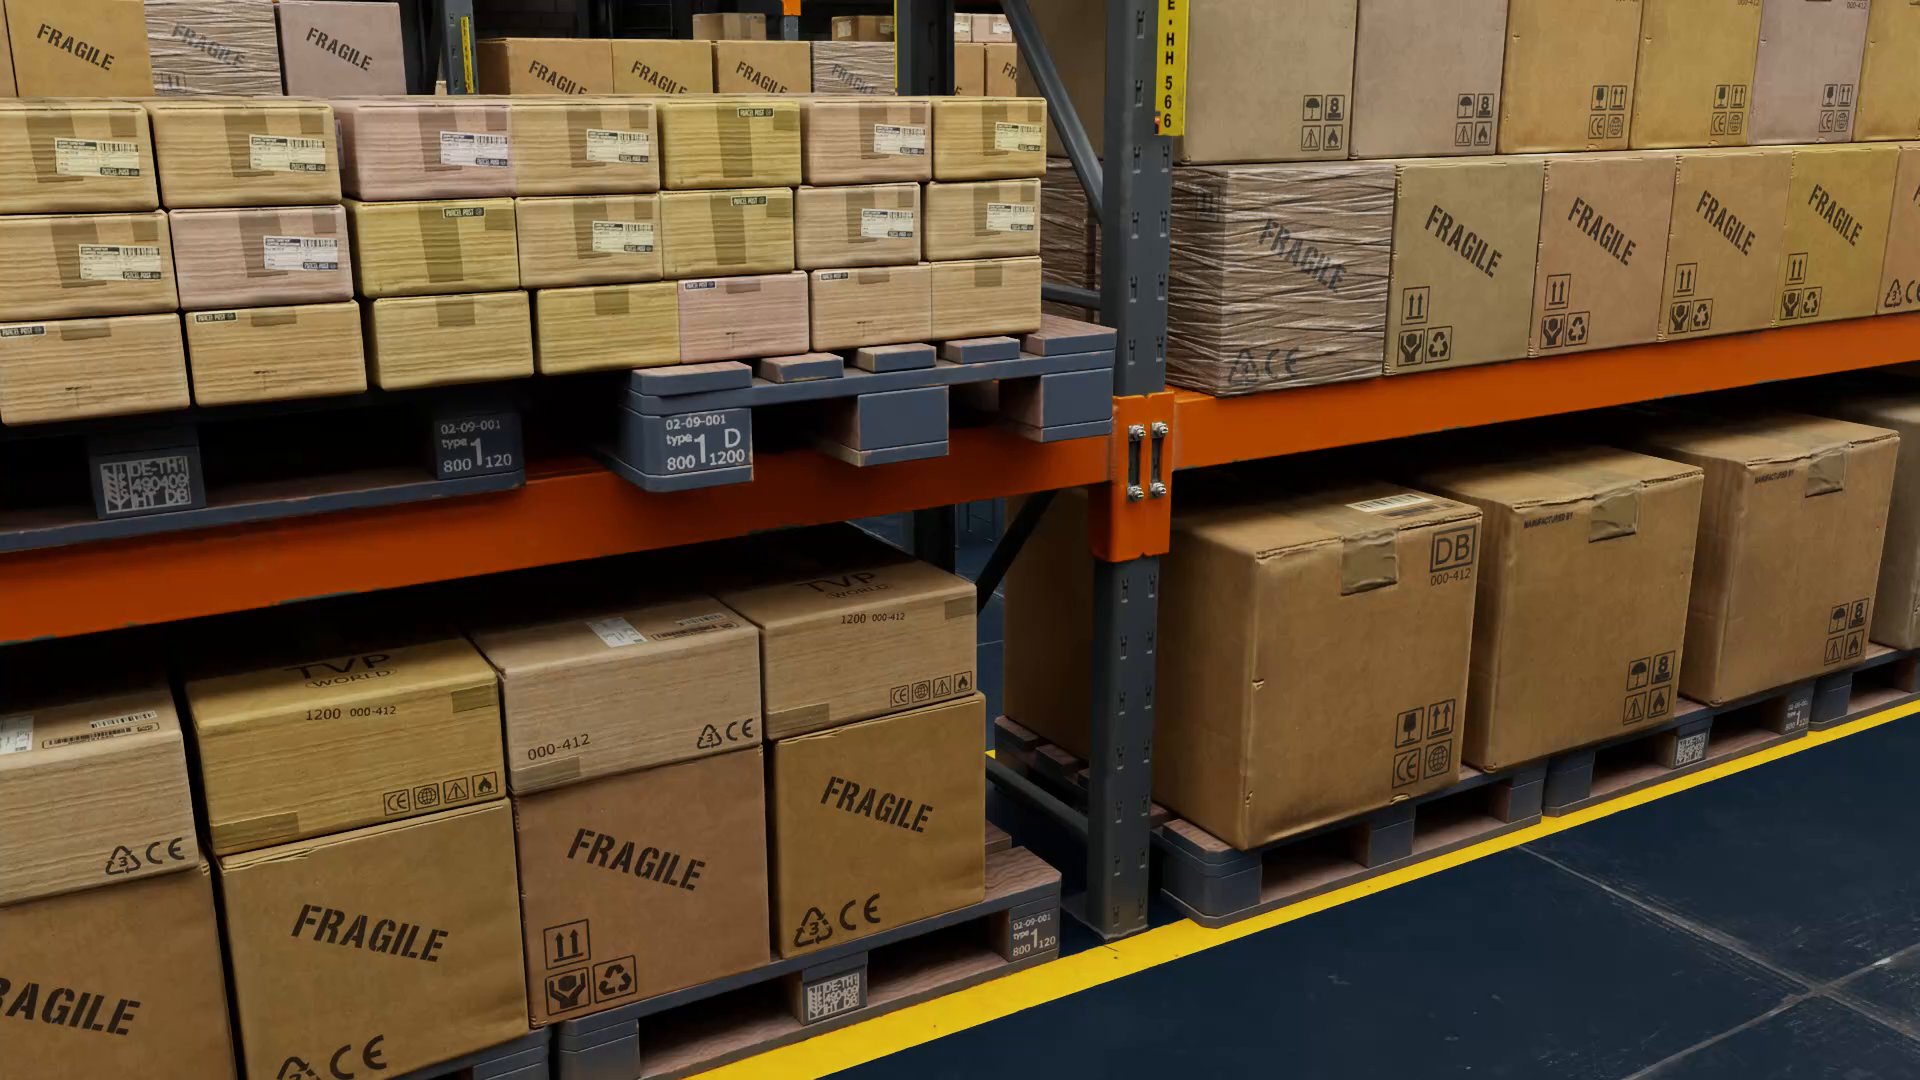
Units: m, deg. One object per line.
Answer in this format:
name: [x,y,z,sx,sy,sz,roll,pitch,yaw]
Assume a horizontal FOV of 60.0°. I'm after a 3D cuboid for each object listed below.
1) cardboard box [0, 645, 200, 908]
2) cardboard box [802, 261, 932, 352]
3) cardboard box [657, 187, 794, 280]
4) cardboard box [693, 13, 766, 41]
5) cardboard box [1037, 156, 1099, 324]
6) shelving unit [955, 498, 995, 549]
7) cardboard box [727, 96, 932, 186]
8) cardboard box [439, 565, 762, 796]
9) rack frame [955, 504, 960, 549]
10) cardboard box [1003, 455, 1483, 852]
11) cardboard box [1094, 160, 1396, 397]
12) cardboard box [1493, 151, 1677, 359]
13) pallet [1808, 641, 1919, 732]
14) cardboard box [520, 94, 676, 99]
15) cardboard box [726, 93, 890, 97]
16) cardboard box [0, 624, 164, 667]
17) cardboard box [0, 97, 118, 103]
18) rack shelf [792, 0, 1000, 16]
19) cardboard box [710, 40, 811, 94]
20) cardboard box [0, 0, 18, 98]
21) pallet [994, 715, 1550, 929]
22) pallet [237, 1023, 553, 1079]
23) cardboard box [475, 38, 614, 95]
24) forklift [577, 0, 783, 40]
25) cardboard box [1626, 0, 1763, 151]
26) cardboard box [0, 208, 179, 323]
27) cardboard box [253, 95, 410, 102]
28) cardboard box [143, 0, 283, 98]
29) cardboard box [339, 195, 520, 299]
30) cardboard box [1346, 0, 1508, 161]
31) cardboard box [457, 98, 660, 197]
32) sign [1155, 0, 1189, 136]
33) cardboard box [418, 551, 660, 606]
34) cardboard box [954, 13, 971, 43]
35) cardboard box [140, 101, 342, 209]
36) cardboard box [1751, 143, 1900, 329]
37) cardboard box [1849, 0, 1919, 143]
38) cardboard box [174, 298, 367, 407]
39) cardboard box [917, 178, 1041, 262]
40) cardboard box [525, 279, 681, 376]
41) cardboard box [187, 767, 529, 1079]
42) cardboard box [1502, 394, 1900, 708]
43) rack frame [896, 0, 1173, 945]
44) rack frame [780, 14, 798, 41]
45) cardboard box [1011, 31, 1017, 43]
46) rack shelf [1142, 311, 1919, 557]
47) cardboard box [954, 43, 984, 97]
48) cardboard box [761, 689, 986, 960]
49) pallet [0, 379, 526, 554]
cardboard box: [-1.619,0.407,2.864,0.500,0.250,0.500,-8,18,-28]
cardboard box: [-0.254,-0.475,3.236,0.250,0.149,0.380,-9,18,-30]
cardboard box: [-0.496,-0.579,3.054,0.250,0.149,0.380,-9,18,-28]
cardboard box: [-1.233,-2.733,8.886,0.250,0.149,0.380,-10,19,-32]
cardboard box: [0.393,-0.776,4.436,0.500,0.500,0.500,-9,18,-30]
shelving unit: [0.012,-0.580,7.255,0.189,1.200,0.258,-9,18,-30]
cardboard box: [-0.255,-0.762,3.157,0.250,0.149,0.380,-9,18,-30]
cardboard box: [-0.733,0.266,3.369,0.500,0.250,0.500,-9,18,-29]
rack frame: [-0.066,-0.567,7.210,0.006,1.200,0.240,-9,18,-30]
cardboard box: [0.714,0.214,4.479,0.750,0.750,1.050,-9,18,-30]
cardboard box: [0.669,-0.651,3.990,0.500,0.500,0.500,-9,18,-29]
cardboard box: [1.536,-0.793,4.495,0.500,0.500,0.500,-9,18,-30]
pallet: [2.952,0.308,5.919,1.213,0.211,1.003,-9,18,-30]
cardboard box: [-0.792,-0.880,3.578,0.250,0.149,0.380,-9,18,-30]
cardboard box: [-0.354,-0.951,3.830,0.250,0.149,0.380,-9,18,-30]
cardboard box: [-1.882,0.286,3.296,0.500,0.250,0.500,-10,19,-32]
cardboard box: [-1.692,-0.735,3.058,0.250,0.149,0.380,-10,18,-30]
rack shelf: [0.093,-4.814,14.802,4.000,0.370,1.077,-9,18,-30]
cardboard box: [-1.091,-2.286,8.495,0.500,0.500,0.500,-9,18,-29]
cardboard box: [-4.101,-1.922,6.672,0.500,0.500,0.500,-10,18,-31]
pallet: [0.860,0.647,4.709,1.213,0.211,1.003,-9,18,-30]
pallet: [-1.570,1.016,3.393,1.213,0.211,1.003,-9,18,-30]
cardboard box: [-1.986,-2.137,7.961,0.500,0.500,0.500,-10,18,-31]
forklift: [-1.870,-2.682,11.547,1.130,2.935,3.031,5,16,17]
cardboard box: [1.845,-1.406,4.832,0.500,0.500,0.700,-9,18,-30]
cardboard box: [-1.369,-0.438,2.551,0.250,0.149,0.380,-10,18,-31]
cardboard box: [-1.250,-0.806,3.312,0.250,0.149,0.380,-8,18,-27]
cardboard box: [-3.235,-2.058,7.158,0.500,0.500,0.500,-9,18,-29]
cardboard box: [-0.925,-0.510,2.809,0.250,0.149,0.380,-9,18,-30]
cardboard box: [0.968,-1.263,4.322,0.500,0.500,0.700,-10,18,-31]
cardboard box: [-0.707,-0.688,2.892,0.250,0.149,0.380,-9,18,-28]
sign: [0.433,-0.998,3.415,0.005,0.325,0.100,-9,18,-30]
cardboard box: [-1.005,0.148,3.790,0.500,0.250,0.500,-9,18,-30]
cardboard box: [-0.148,-2.738,8.902,0.250,0.149,0.380,-10,19,-32]
cardboard box: [-1.148,-0.617,2.640,0.250,0.149,0.380,-8,18,-27]
cardboard box: [2.398,-0.932,4.994,0.500,0.500,0.500,-9,18,-29]
cardboard box: [2.712,-1.546,5.331,0.500,0.500,0.700,-10,18,-31]
cardboard box: [-1.143,-0.332,2.726,0.250,0.149,0.380,-9,18,-28]
cardboard box: [-0.044,-0.654,3.320,0.250,0.149,0.380,-9,18,-29]
cardboard box: [-0.690,-0.406,2.987,0.250,0.149,0.380,-9,18,-30]
cardboard box: [-1.176,0.699,3.213,0.500,0.500,0.500,-10,19,-32]
cardboard box: [2.260,-0.038,5.377,0.750,0.750,1.050,-9,18,-30]
rack frame: [0.145,-0.603,4.004,0.127,3.000,1.000,-9,18,-30]
rack frame: [-1.621,-3.438,14.118,0.127,3.000,1.000,-9,18,-30]
cardboard box: [0.353,-3.013,9.884,0.250,0.149,0.380,-9,18,-30]
rack shelf: [1.860,-0.535,5.093,4.000,0.370,1.077,-9,18,-30]
cardboard box: [-0.209,-2.427,8.997,0.500,0.500,0.500,-9,18,-28]
cardboard box: [-0.284,0.550,3.743,0.500,0.500,0.500,-9,18,-30]
pallet: [-1.530,-0.226,3.015,1.213,0.211,1.003,-9,18,-30]
